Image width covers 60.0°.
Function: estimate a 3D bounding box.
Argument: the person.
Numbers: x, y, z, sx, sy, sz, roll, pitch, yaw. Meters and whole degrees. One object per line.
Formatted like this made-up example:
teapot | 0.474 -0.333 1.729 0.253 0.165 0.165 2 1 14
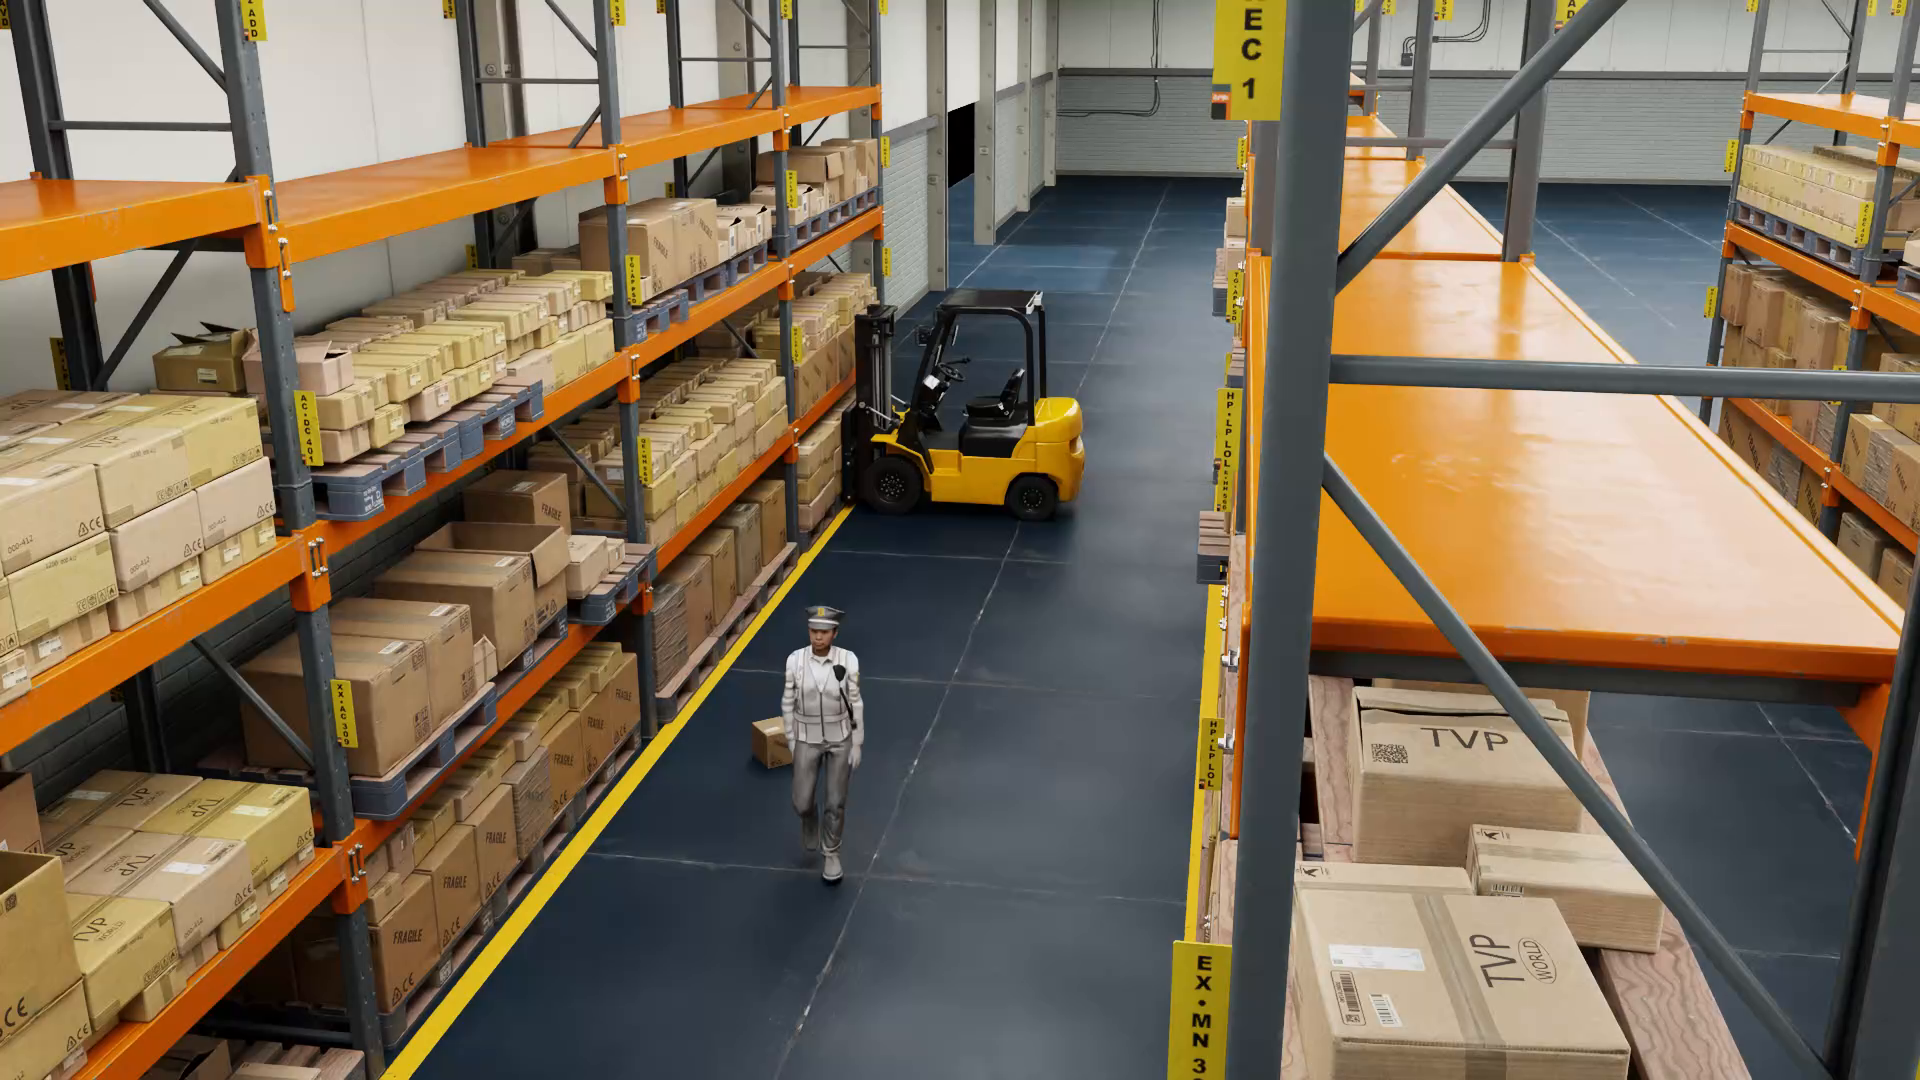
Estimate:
person | -0.806 1.160 9.805 0.482 1.679 0.476 -1 18 -3
